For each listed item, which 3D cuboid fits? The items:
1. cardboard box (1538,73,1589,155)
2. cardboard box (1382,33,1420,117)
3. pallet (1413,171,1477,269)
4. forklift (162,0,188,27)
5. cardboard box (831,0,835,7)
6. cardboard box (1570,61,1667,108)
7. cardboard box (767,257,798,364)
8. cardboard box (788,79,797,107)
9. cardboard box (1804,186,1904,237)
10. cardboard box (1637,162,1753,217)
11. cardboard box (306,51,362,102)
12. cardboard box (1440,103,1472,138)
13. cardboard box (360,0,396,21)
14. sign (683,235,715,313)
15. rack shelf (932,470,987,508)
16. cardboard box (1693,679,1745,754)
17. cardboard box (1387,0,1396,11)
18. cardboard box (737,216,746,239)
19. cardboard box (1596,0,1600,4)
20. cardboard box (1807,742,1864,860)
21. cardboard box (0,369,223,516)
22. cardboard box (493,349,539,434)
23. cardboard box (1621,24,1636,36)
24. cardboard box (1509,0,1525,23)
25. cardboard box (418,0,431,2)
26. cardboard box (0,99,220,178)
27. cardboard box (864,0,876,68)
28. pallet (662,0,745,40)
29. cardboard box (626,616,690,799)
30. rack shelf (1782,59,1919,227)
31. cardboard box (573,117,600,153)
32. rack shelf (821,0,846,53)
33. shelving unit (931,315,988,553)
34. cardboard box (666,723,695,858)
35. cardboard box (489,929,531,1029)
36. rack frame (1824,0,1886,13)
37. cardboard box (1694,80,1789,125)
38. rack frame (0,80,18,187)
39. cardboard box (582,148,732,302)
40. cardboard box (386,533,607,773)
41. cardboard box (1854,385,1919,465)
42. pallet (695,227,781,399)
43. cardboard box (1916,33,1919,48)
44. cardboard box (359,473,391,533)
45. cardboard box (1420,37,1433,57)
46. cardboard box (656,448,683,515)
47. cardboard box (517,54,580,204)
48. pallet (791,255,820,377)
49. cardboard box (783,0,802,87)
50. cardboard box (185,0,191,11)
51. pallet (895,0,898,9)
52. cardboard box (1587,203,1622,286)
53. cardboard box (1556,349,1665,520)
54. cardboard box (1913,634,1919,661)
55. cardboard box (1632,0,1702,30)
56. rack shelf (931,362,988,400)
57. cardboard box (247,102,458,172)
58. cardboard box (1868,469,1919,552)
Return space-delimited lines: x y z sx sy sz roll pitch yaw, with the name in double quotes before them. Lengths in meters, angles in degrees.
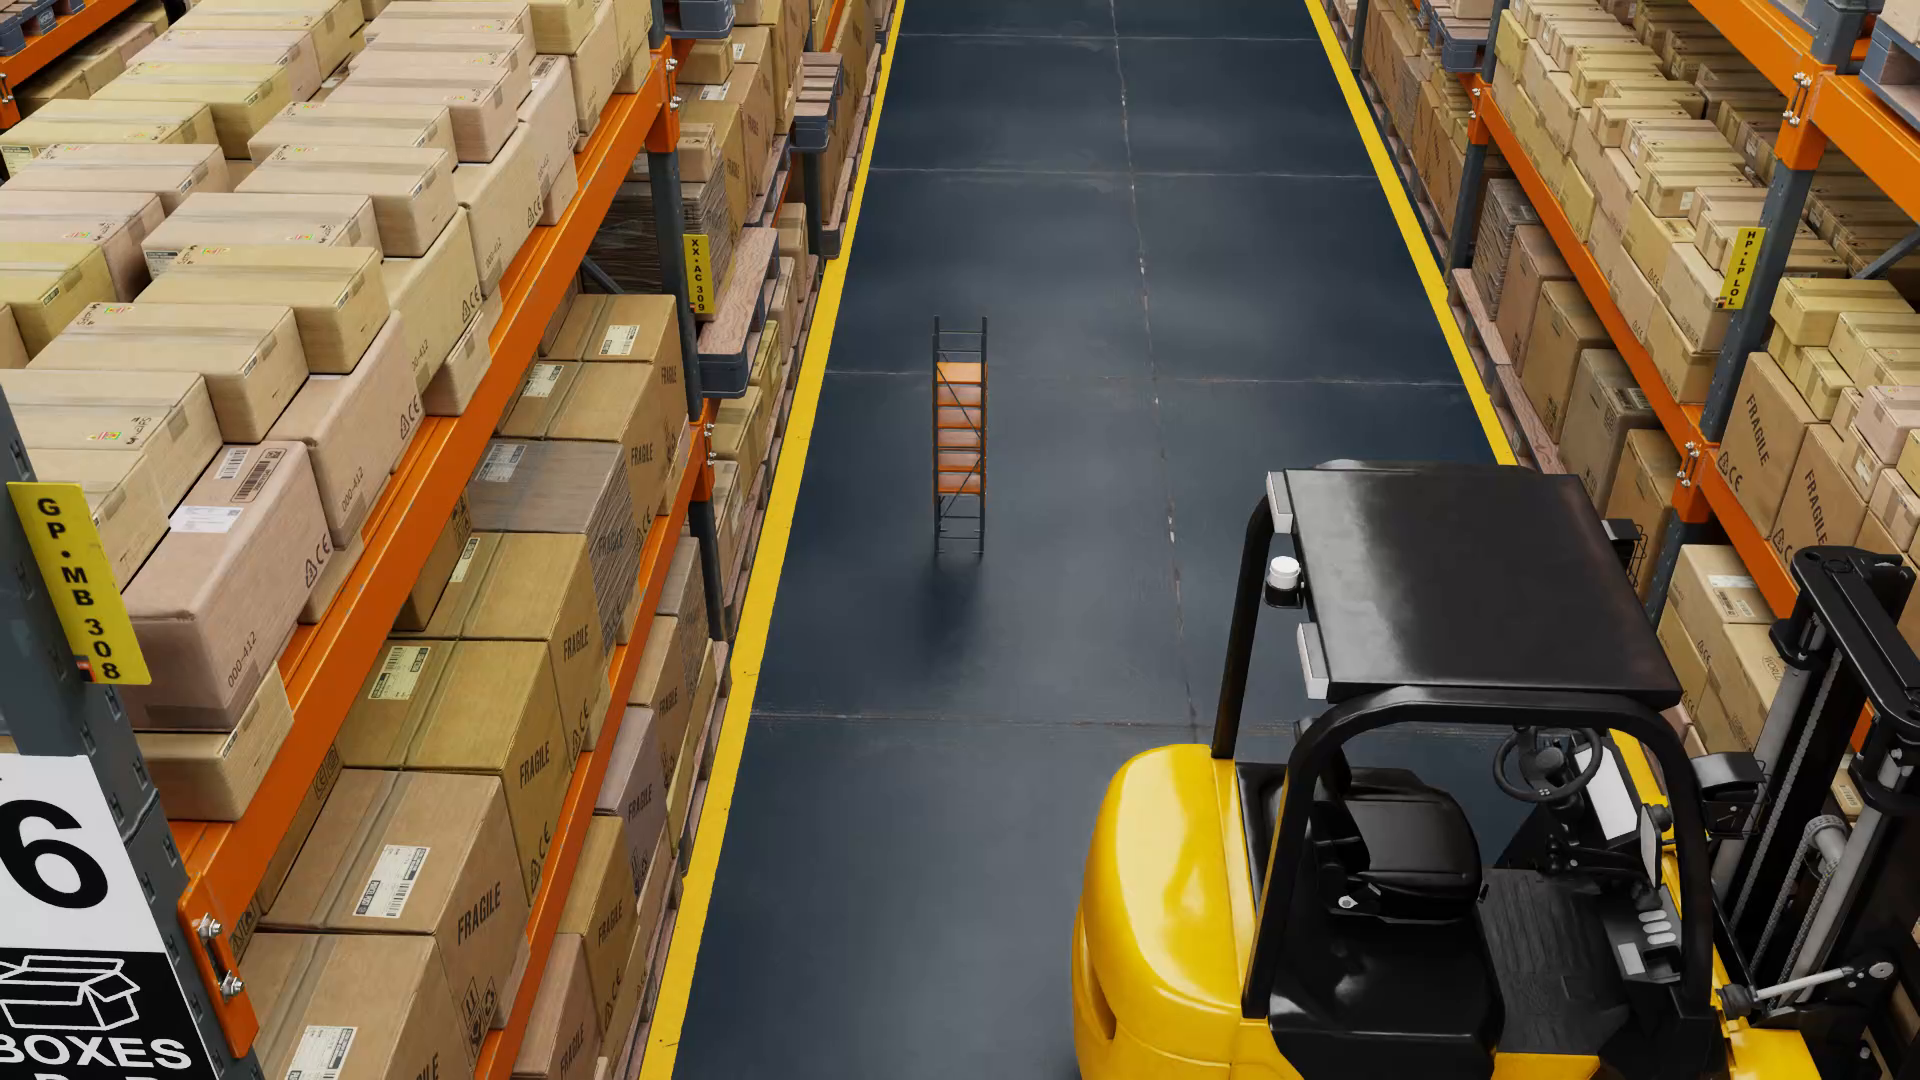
"cardboard box" 3.261 -2.155 8.403 0.500 0.250 0.500 0 35 1
"cardboard box" 3.463 -3.431 12.332 0.500 0.500 0.500 0 35 0
"pallet" 3.651 -2.136 11.106 1.003 0.211 1.213 1 35 2
"forklift" -3.692 -2.232 8.877 1.130 2.935 3.031 4 35 5
"cardboard box" -1.076 -3.772 11.139 0.500 0.250 0.500 2 35 3
"cardboard box" 3.234 -2.237 8.174 0.380 0.149 0.250 2 35 3
"cardboard box" -1.431 -1.310 9.425 0.950 0.372 0.625 1 35 1
"cardboard box" -1.077 -2.391 8.897 0.380 0.149 0.250 0 35 0
"cardboard box" 3.725 -1.351 6.912 0.380 0.149 0.250 1 35 2
"cardboard box" 3.147 -1.501 7.126 0.380 0.149 0.250 0 35 0
"cardboard box" -1.873 -1.121 4.499 0.500 0.250 0.500 2 35 2
"cardboard box" 3.330 -2.711 10.743 0.380 0.149 0.250 0 35 -1
"cardboard box" -1.877 -1.639 4.890 0.380 0.149 0.250 0 35 0
"sign" -0.995 -1.010 6.325 0.100 0.325 0.005 1 35 2
"rack shelf" -0.001 -0.250 8.057 0.258 0.103 0.180 1 35 2
"cardboard box" 3.076 0.758 6.154 0.500 0.250 0.500 1 35 2
"cardboard box" 3.529 -4.201 12.863 0.380 0.149 0.250 0 35 1
"cardboard box" -1.194 -1.497 7.625 0.380 0.149 0.250 2 35 3
"cardboard box" 3.760 -3.354 9.961 0.500 0.500 0.500 3 35 4
"cardboard box" 3.050 0.843 5.598 0.500 0.250 0.500 2 35 3
"cardboard box" -1.486 -0.161 2.786 0.380 0.149 0.250 1 35 2
"cardboard box" -1.814 -0.694 5.414 0.700 0.500 0.500 2 35 2
"cardboard box" 3.842 -2.728 9.218 0.500 0.250 0.500 2 35 3
"cardboard box" 3.276 -2.979 9.229 0.380 0.149 0.250 2 35 3
"cardboard box" -1.366 -1.628 4.875 0.380 0.149 0.250 2 35 3
"cardboard box" -1.952 -0.899 3.837 0.380 0.149 0.250 2 35 3
"cardboard box" -1.161 -4.204 13.106 0.875 0.875 0.875 2 35 3
"pallet" -1.406 -2.166 6.278 1.213 0.211 1.003 1 35 2
"cardboard box" -1.312 0.621 6.131 0.500 0.500 0.500 2 35 3
"rack shelf" 3.342 -0.335 4.135 1.077 0.370 4.000 1 35 2
"cardboard box" -1.330 -1.309 5.114 0.380 0.149 0.250 2 35 2
"rack shelf" -1.297 -3.816 11.697 1.077 0.370 4.000 1 35 2
"shelving unit" -0.001 -0.483 7.893 0.258 1.200 0.189 1 35 2
"cardboard box" -1.304 0.942 6.327 0.500 0.250 0.500 0 35 1
"cardboard box" -1.334 1.106 4.285 0.380 0.149 0.250 2 35 3
"rack frame" 3.422 -3.005 4.700 1.000 3.000 0.127 1 35 2
"cardboard box" 3.730 -2.081 7.952 0.380 0.149 0.250 2 35 3
"rack frame" -6.327 -3.018 9.935 1.000 3.000 0.127 1 35 2
"cardboard box" -1.232 -1.261 6.724 0.500 0.500 0.500 2 35 3
"cardboard box" -1.353 0.324 4.835 0.500 0.500 0.500 1 35 1
"cardboard box" 3.078 -0.358 5.241 0.380 0.149 0.250 2 35 3
"pallet" -1.362 -1.021 7.260 1.003 0.211 1.213 1 35 2
"cardboard box" 3.145 -1.482 4.767 0.500 0.311 0.500 2 35 3
"cardboard box" -1.409 -0.120 3.422 0.380 0.149 0.250 1 35 2
"cardboard box" 3.492 -3.454 11.801 0.380 0.149 0.250 1 35 2
"cardboard box" -1.249 -0.225 6.181 0.380 0.149 0.250 2 35 3
"cardboard box" -1.341 -1.108 4.481 0.500 0.250 0.500 1 35 1
"pallet" -1.410 -1.372 10.018 1.003 0.211 1.213 1 35 2
"cardboard box" -1.127 -2.731 8.817 0.500 0.500 0.500 1 35 1
"cardboard box" -5.978 -4.043 12.551 0.500 0.250 0.500 3 35 4
"pallet" -1.061 -5.257 15.546 1.003 0.211 1.213 1 35 2
"cardboard box" 3.246 -1.359 7.705 0.500 0.250 0.500 2 35 2
"cardboard box" 3.471 -0.497 8.048 0.875 0.625 0.625 1 35 1
"cardboard box" 3.078 0.536 4.792 0.500 0.500 0.500 2 35 2
"cardboard box" 3.873 -2.811 8.990 0.380 0.149 0.250 2 35 3
"rack shelf" -0.001 -0.741 7.712 0.258 0.103 0.180 1 35 2
"cardboard box" -1.388 -0.889 3.823 0.380 0.149 0.250 2 35 3
"cardboard box" 3.059 -0.090 5.119 0.380 0.149 0.250 1 35 1
